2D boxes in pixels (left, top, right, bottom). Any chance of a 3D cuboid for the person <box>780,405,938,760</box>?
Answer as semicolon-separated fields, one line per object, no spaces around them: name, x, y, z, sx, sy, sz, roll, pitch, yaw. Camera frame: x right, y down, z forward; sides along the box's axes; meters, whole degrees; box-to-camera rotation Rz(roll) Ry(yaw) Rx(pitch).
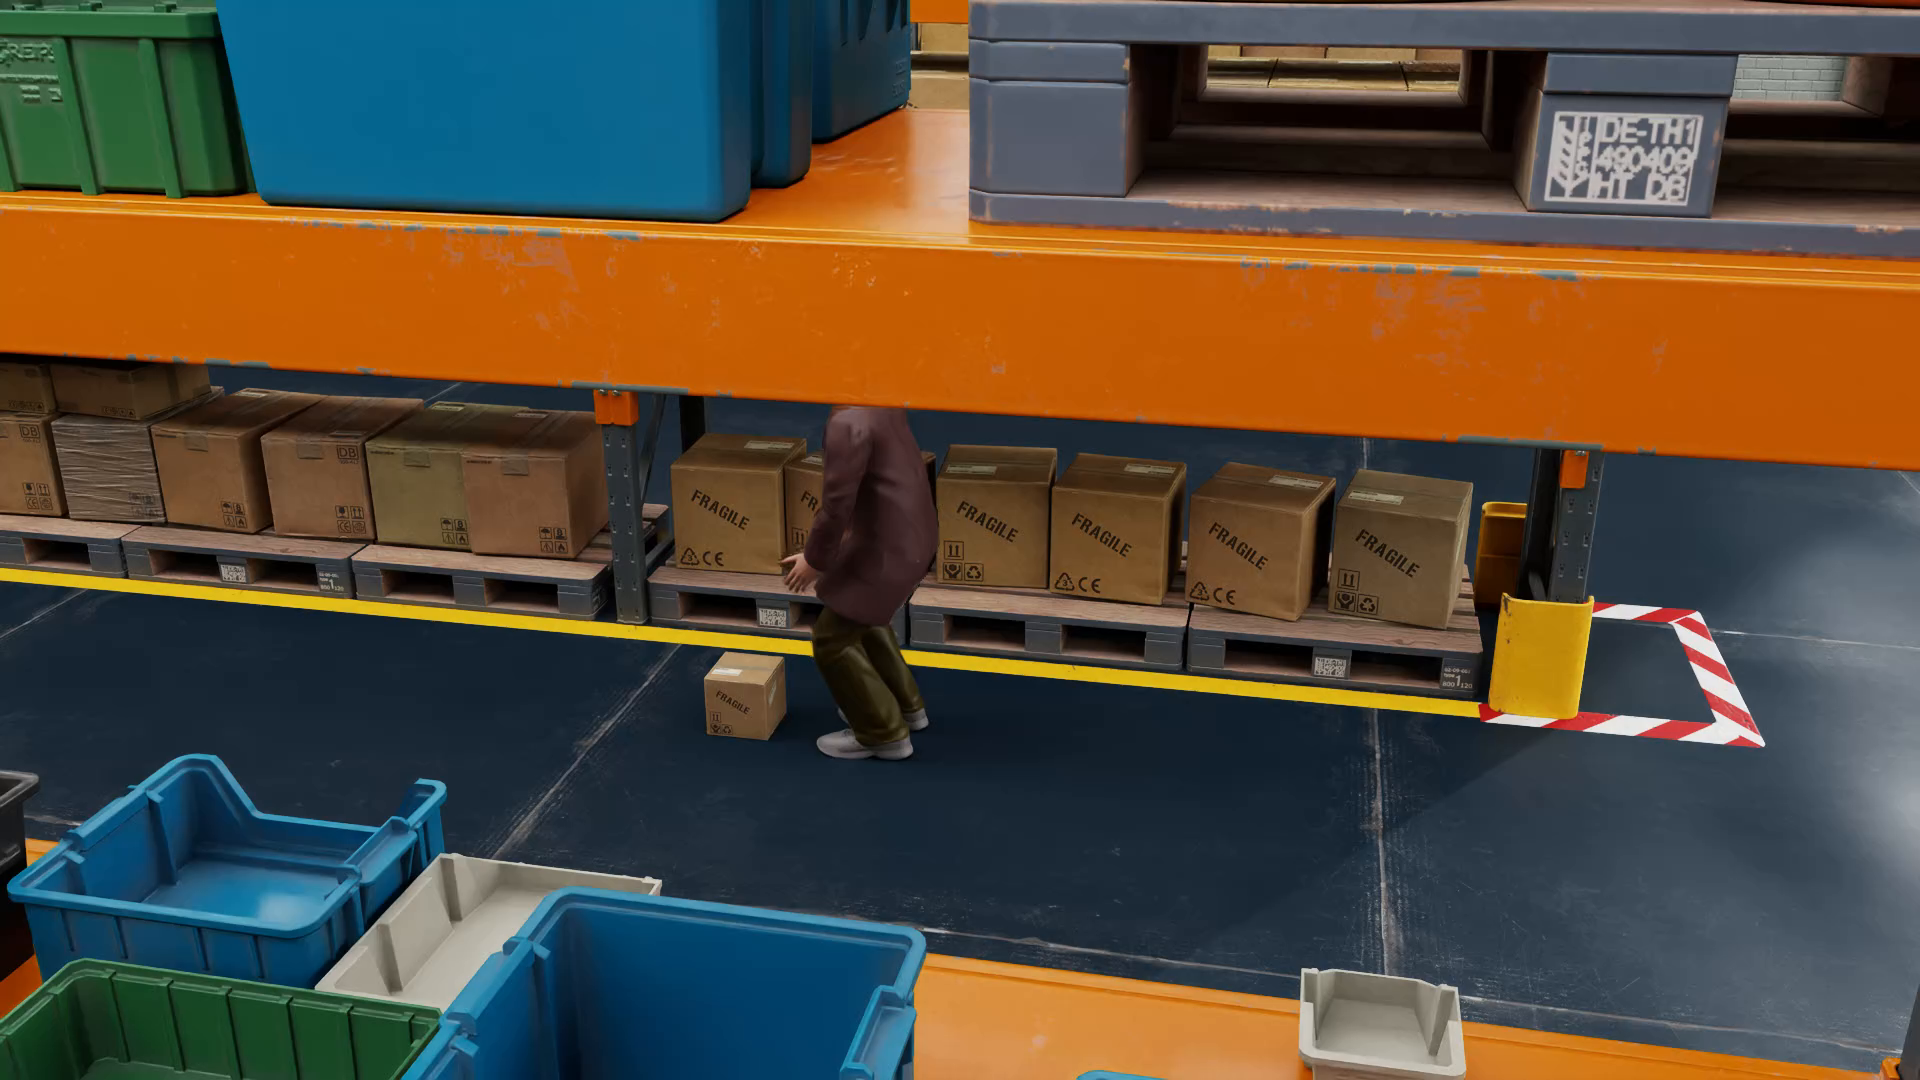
person;-0.358;0.025;6.225;0.523;1.653;0.611;5;22;13
